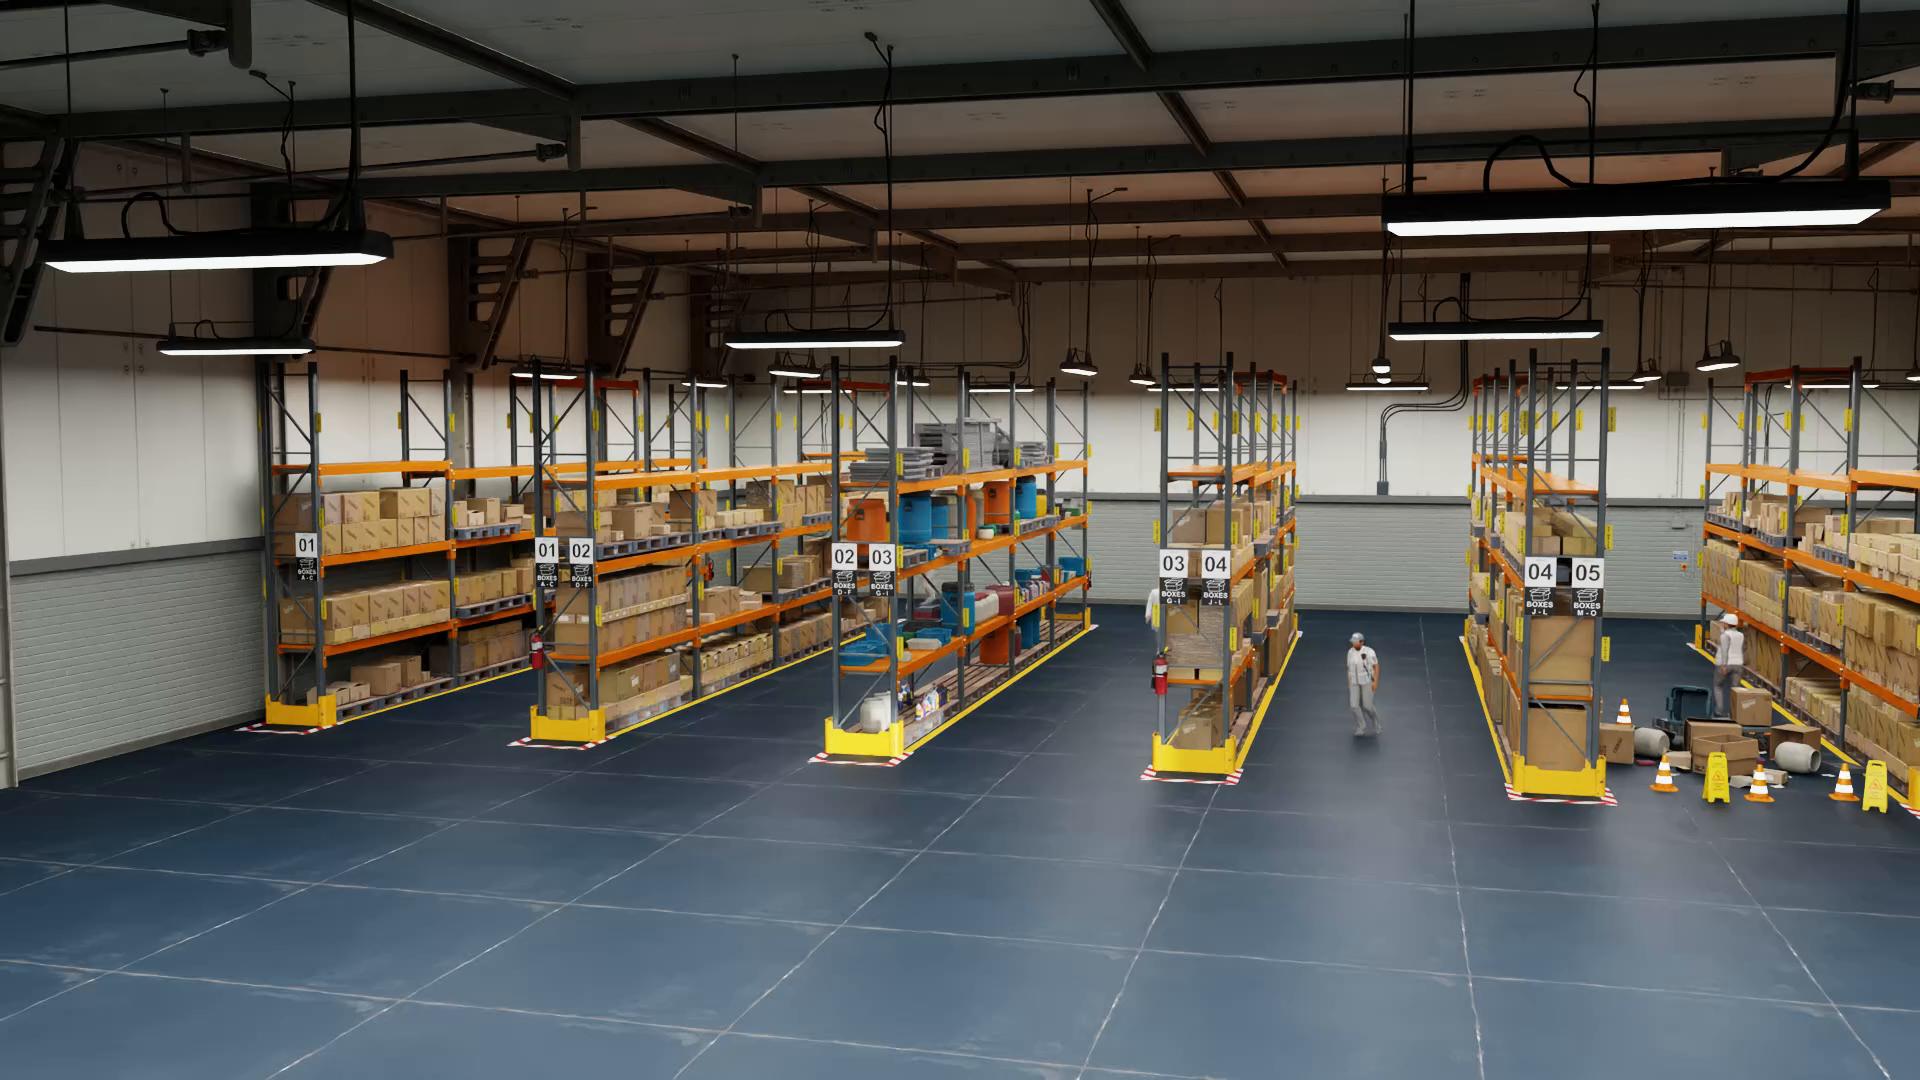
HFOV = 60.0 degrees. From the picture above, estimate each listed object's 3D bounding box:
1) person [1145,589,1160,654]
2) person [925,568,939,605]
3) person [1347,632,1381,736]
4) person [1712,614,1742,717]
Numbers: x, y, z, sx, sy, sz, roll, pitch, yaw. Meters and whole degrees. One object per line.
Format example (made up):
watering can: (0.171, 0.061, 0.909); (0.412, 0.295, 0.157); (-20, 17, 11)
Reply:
person: (4.266, 1.659, 35.197); (0.672, 1.722, 1.152); (1, 4, 11)
person: (-0.720, 1.161, 42.688); (0.435, 1.684, 0.462); (1, 4, 9)
person: (6.478, 2.312, 26.768); (0.559, 1.678, 0.473); (4, 5, 43)
person: (13.064, 2.137, 28.268); (0.501, 1.751, 0.862); (0, 4, 2)
